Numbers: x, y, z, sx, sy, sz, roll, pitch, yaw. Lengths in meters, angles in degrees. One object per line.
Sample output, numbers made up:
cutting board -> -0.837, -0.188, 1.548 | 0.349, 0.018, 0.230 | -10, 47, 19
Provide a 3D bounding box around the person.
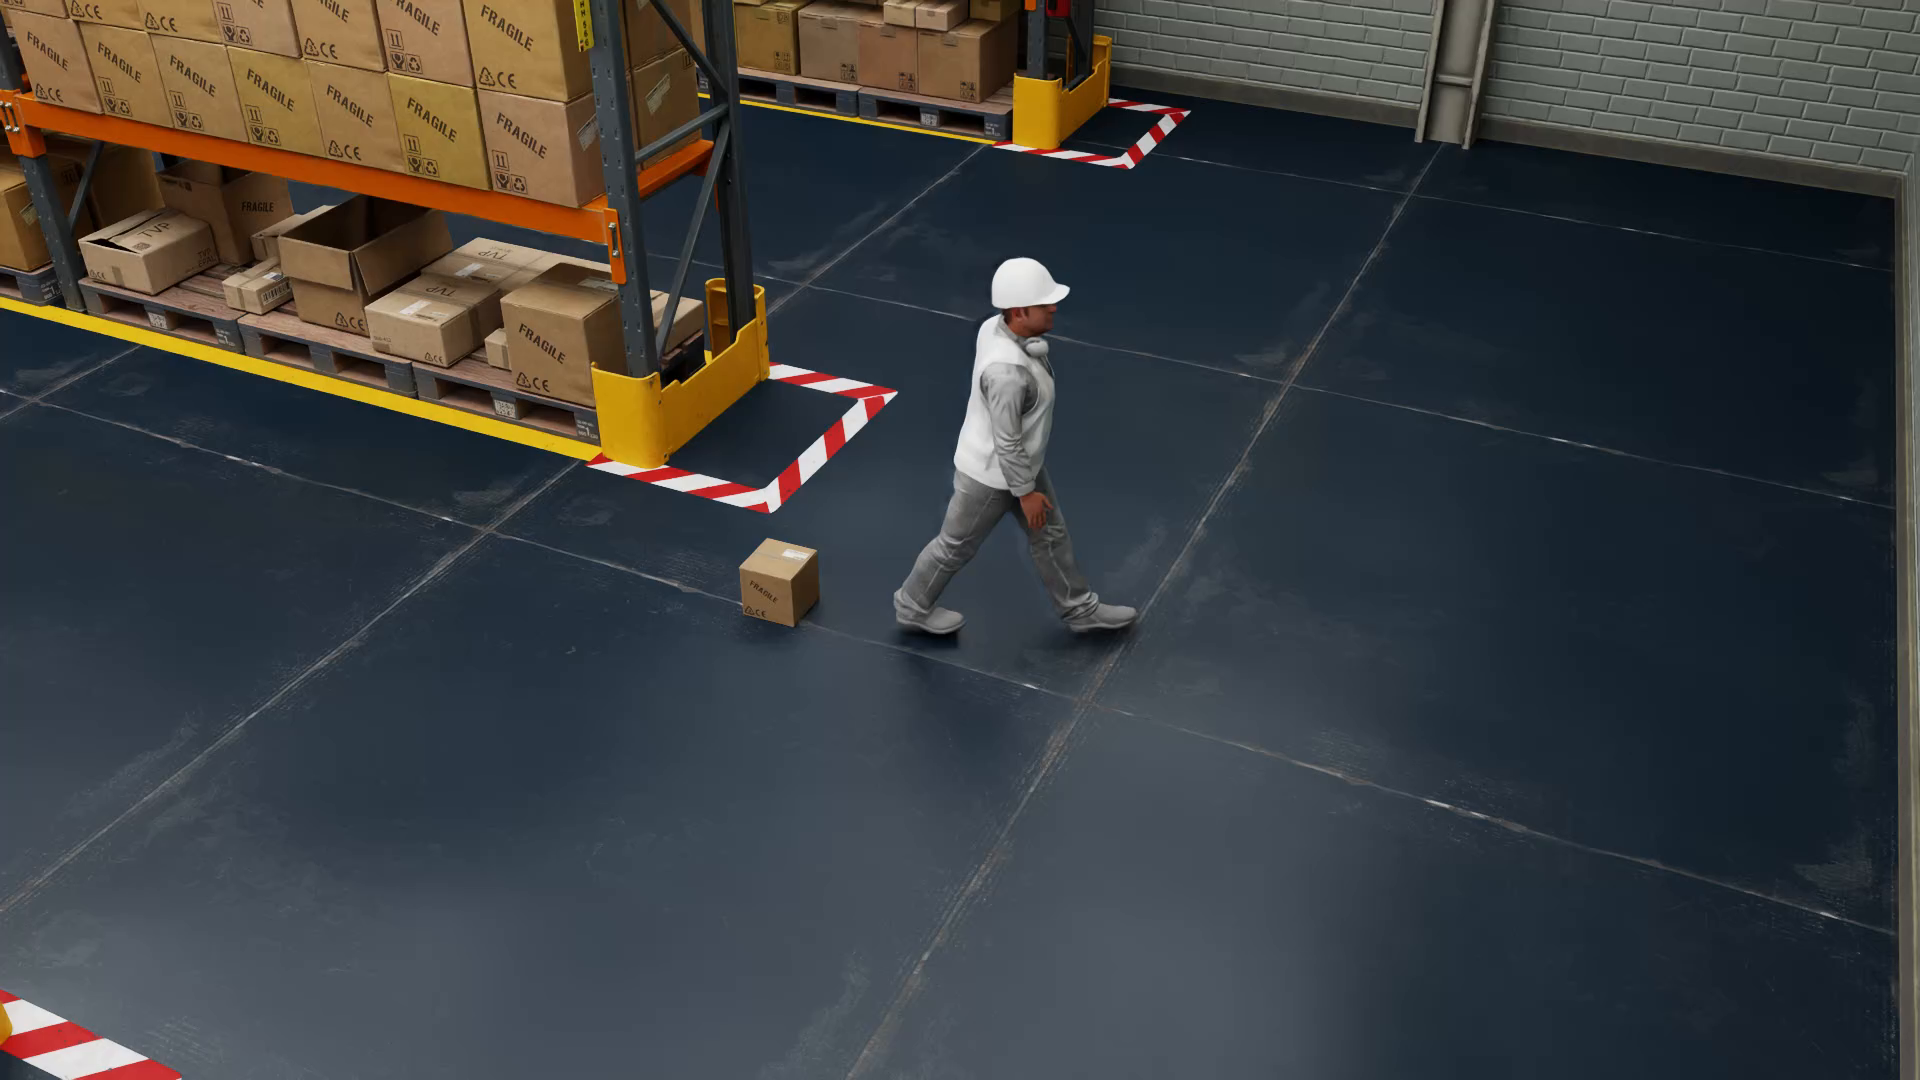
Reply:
person -> 0.270, -0.297, 6.587 | 1.059, 1.721, 0.561 | 6, 34, 9
